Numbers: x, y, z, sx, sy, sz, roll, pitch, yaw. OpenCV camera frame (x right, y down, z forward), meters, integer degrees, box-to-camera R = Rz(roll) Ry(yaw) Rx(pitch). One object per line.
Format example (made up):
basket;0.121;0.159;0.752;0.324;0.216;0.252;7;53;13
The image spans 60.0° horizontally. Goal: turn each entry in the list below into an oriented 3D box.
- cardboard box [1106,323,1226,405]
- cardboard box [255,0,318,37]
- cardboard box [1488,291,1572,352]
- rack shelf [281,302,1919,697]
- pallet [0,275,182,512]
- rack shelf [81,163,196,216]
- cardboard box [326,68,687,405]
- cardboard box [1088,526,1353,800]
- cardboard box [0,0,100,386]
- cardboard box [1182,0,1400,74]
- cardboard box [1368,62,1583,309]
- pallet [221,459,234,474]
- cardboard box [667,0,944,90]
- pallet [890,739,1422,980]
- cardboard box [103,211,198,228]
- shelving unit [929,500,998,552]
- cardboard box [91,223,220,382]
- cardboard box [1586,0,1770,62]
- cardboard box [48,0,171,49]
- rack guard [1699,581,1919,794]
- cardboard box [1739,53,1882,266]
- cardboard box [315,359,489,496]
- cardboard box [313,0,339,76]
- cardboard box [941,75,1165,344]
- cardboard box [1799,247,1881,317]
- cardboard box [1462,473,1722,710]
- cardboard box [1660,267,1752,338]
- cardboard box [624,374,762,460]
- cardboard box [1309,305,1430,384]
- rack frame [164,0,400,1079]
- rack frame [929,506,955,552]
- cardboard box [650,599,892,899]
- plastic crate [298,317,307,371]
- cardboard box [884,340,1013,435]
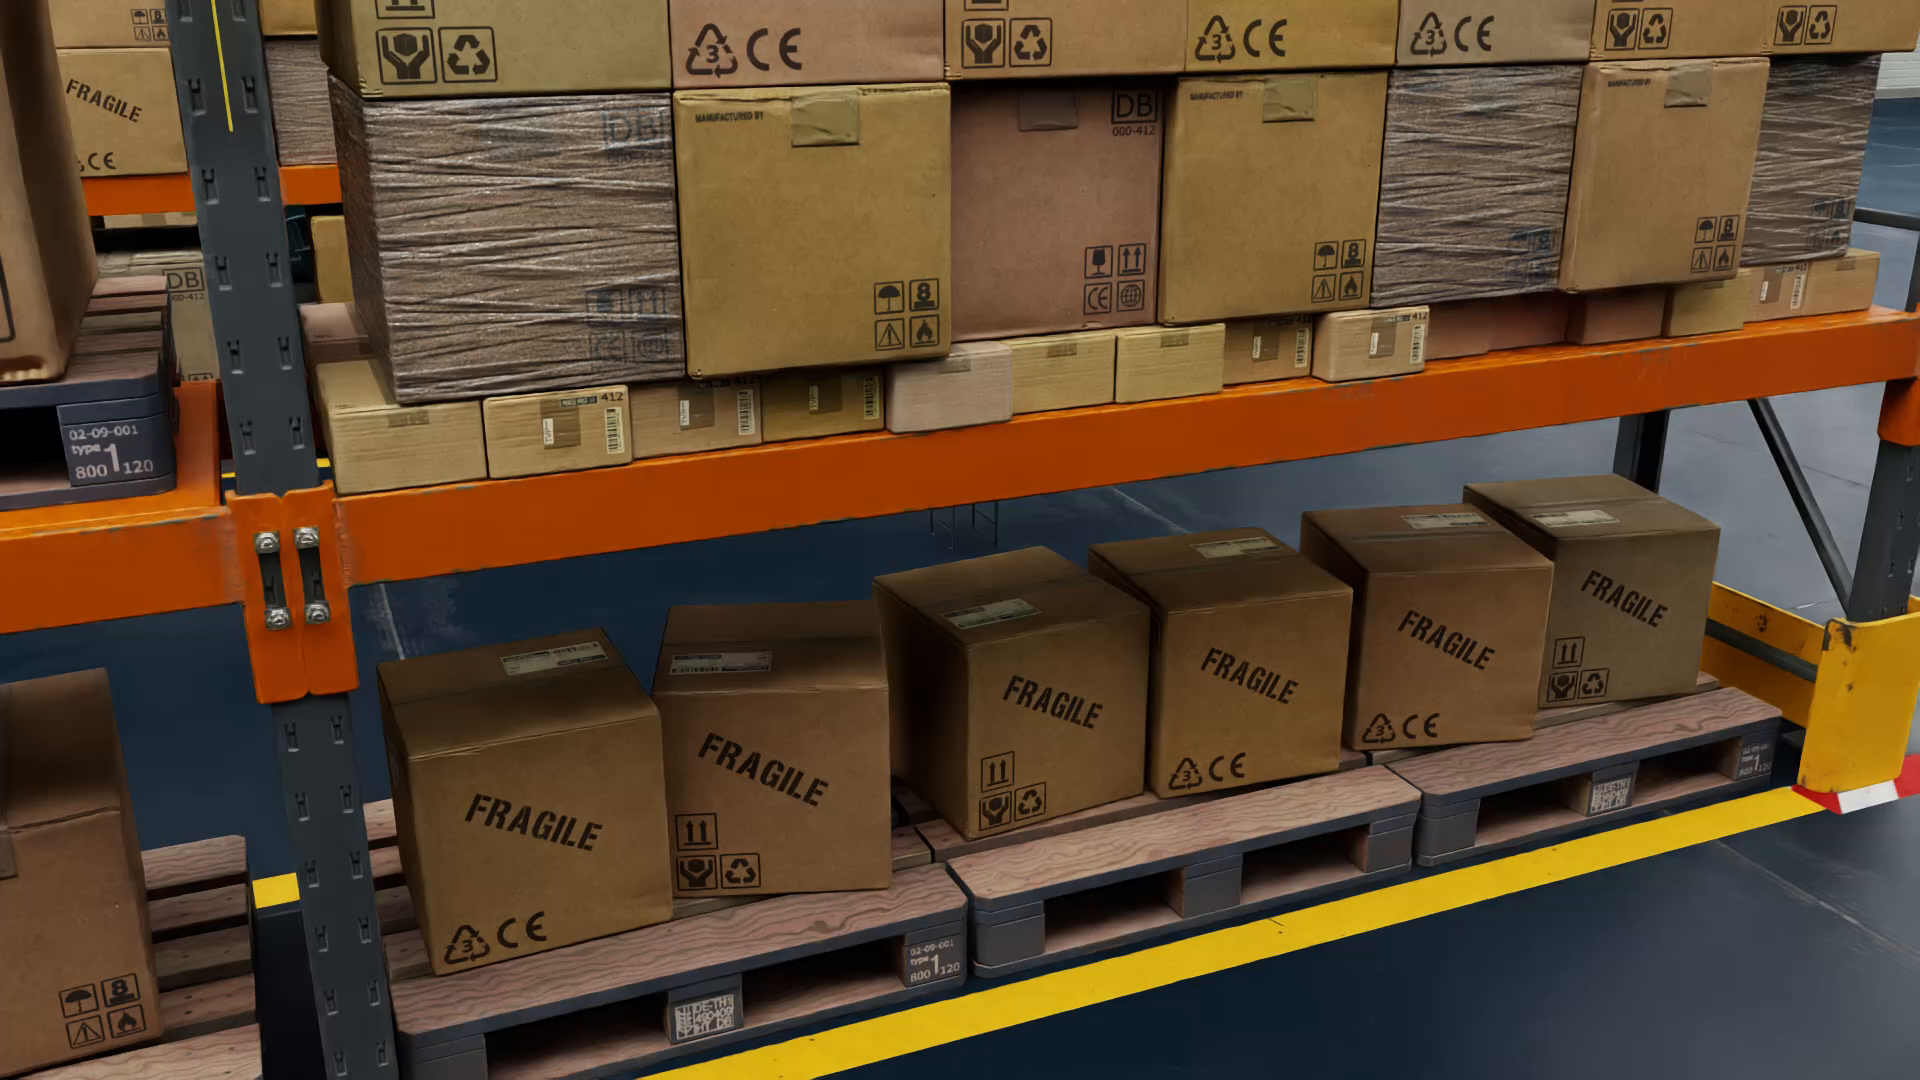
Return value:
cardboard box;0.362;-0.417;3.569;0.250;0.149;0.380;-8;21;-22
cardboard box;-2.846;-2.542;7.373;0.550;0.550;0.875;-8;21;-22
cardboard box;1.245;-0.575;4.018;0.250;0.149;0.380;-8;21;-22
rack shelf;0.509;-0.322;4.002;4.000;0.370;1.077;-8;21;-22
pallet;-2.086;-0.251;3.008;1.213;0.211;1.003;-8;21;-22
rack shelf;-5.035;-1.321;6.841;4.000;0.370;1.077;-8;21;-22
cardboard box;-0.889;-0.626;3.184;0.500;0.500;0.875;-8;21;-22
cardboard box;0.648;0.300;4.286;0.500;0.500;0.500;-6;20;-17
cardboard box;-2.112;-0.817;2.791;1.000;1.000;1.000;-8;21;-22
cardboard box;0.559;-1.240;3.422;0.500;0.500;0.500;-8;21;-22
cardboard box;0.942;-0.893;3.942;0.500;0.500;0.875;-8;21;-22
pallet;-3.877;-0.484;7.579;1.213;0.211;1.003;-8;21;-22
cardboard box;-0.355;-1.105;3.040;0.500;0.500;0.500;-8;21;-22
pallet;0.398;0.656;4.340;1.213;0.211;1.003;-8;21;-22
cardboard box;-5.733;-2.309;11.887;0.625;0.372;0.950;-8;21;-21
shelving unit;0.013;-0.568;6.328;0.189;1.200;0.258;-8;21;-22
cardboard box;-3.733;-0.952;7.463;0.750;0.750;1.050;-8;21;-22
cardboard box;1.482;-1.368;3.787;0.500;0.500;0.500;-8;21;-22
cardboard box;-3.652;-2.375;7.096;0.500;0.500;0.700;-9;21;-23
rack guard;2.276;0.265;5.017;0.348;0.500;1.175;-8;21;-22
cardboard box;1.830;-1.048;4.382;0.500;0.500;0.875;-8;21;-22
cardboard box;-1.010;-0.216;2.997;0.250;0.149;0.380;-8;21;-22
cardboard box;-1.023;-1.200;3.310;0.500;0.500;0.500;-8;21;-22
cardboard box;0.003;-0.777;3.615;0.500;0.500;0.875;-8;21;-22
cardboard box;2.166;-0.705;4.387;0.250;0.149;0.380;-8;21;-22
cardboard box;1.766;0.134;4.757;0.500;0.500;0.500;-4;20;-12
cardboard box;1.727;-0.624;4.156;0.250;0.149;0.380;-8;21;-22
cardboard box;-0.557;-0.286;3.197;0.250;0.149;0.380;-8;21;-22
cardboard box;0.830;-0.476;3.735;0.250;0.149;0.380;-8;21;-22
rack frame;-1.327;-0.398;3.136;0.127;3.000;1.000;-8;21;-22
rack frame;-0.071;-0.556;6.294;0.006;1.200;0.240;-8;21;-22
cardboard box;-0.421;0.465;3.816;0.500;0.500;0.500;-2;19;-5
plastic crate;-3.558;-1.047;9.126;0.662;0.188;0.450;2;30;6
cardboard box;-0.085;-0.342;3.356;0.250;0.149;0.380;-8;21;-22
